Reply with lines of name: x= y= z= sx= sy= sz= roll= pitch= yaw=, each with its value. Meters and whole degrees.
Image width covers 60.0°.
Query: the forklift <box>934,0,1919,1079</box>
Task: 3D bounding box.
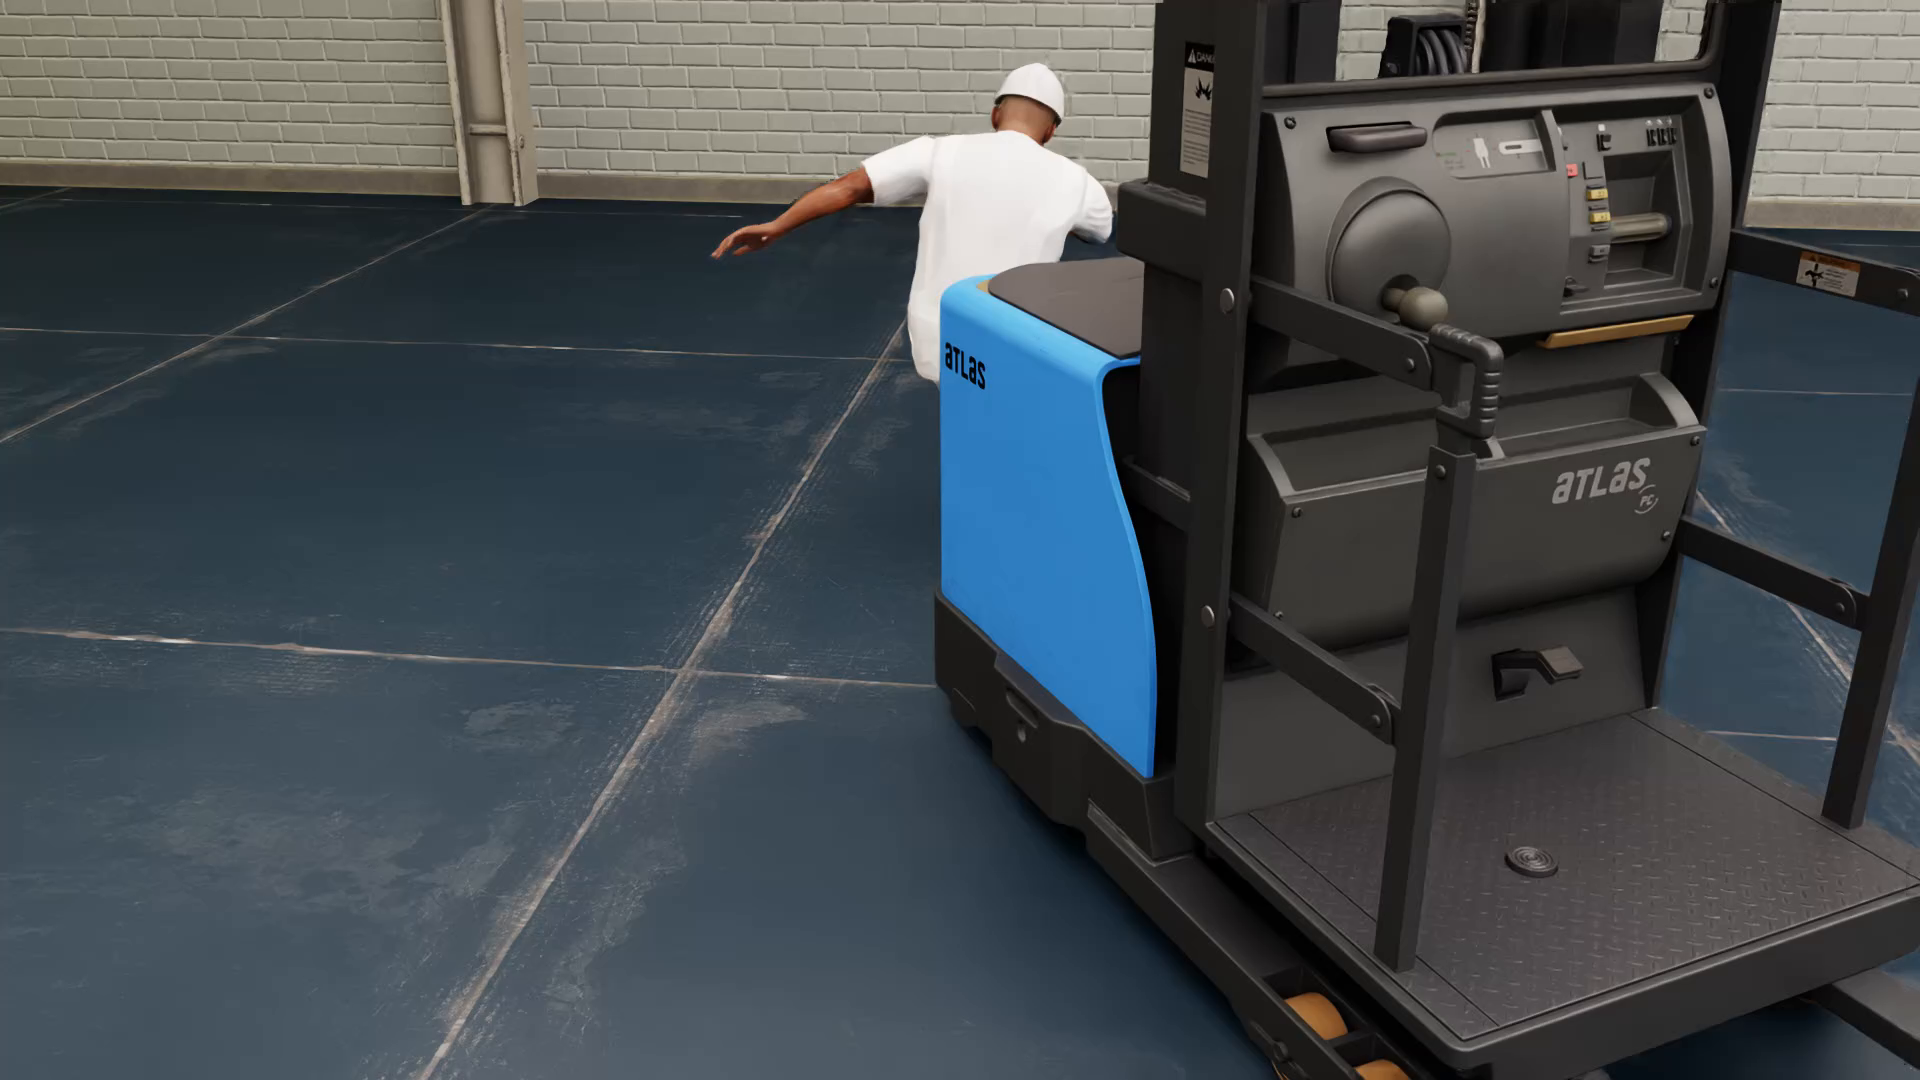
forklift: x=1.011 y=-0.536 z=2.585 sx=1.130 sy=2.935 sz=3.031 roll=-10 pitch=24 yaw=-23

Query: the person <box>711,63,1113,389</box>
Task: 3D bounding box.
person: x=-0.006 y=-0.693 z=5.045 sx=1.237 sy=1.459 sz=0.945 roll=5 pitch=22 yaw=12
